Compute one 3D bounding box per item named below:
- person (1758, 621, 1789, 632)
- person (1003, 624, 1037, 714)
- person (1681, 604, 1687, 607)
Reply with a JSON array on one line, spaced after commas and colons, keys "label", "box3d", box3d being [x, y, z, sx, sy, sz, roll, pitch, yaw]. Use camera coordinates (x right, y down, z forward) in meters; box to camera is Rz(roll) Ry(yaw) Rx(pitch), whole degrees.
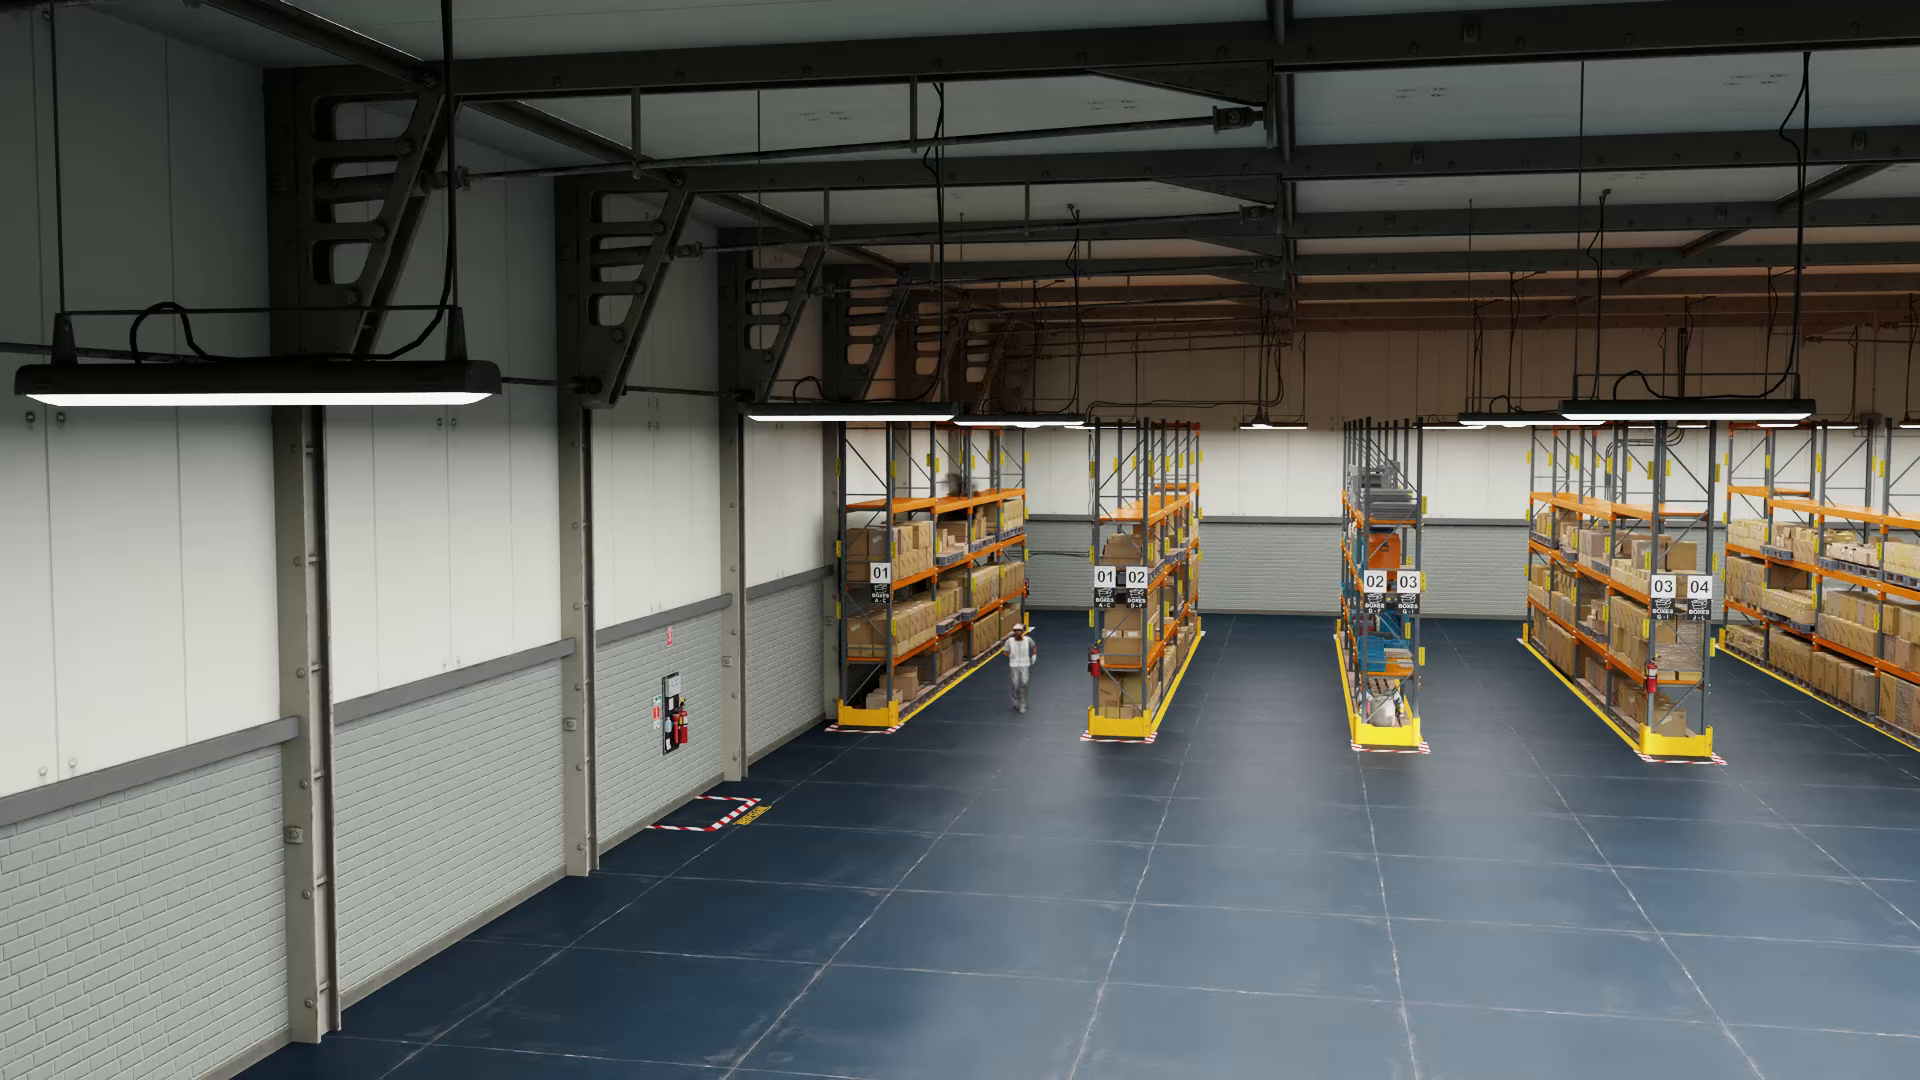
[{"label": "person", "box3d": [21.962, 1.936, 44.993, 0.812, 1.735, 0.714, 0, 4, 5]}, {"label": "person", "box3d": [1.223, 2.630, 34.143, 0.684, 1.821, 0.769, 0, 4, 4]}, {"label": "person", "box3d": [18.800, 2.166, 42.890, 0.564, 1.584, 0.572, 1, 4, 13]}]
